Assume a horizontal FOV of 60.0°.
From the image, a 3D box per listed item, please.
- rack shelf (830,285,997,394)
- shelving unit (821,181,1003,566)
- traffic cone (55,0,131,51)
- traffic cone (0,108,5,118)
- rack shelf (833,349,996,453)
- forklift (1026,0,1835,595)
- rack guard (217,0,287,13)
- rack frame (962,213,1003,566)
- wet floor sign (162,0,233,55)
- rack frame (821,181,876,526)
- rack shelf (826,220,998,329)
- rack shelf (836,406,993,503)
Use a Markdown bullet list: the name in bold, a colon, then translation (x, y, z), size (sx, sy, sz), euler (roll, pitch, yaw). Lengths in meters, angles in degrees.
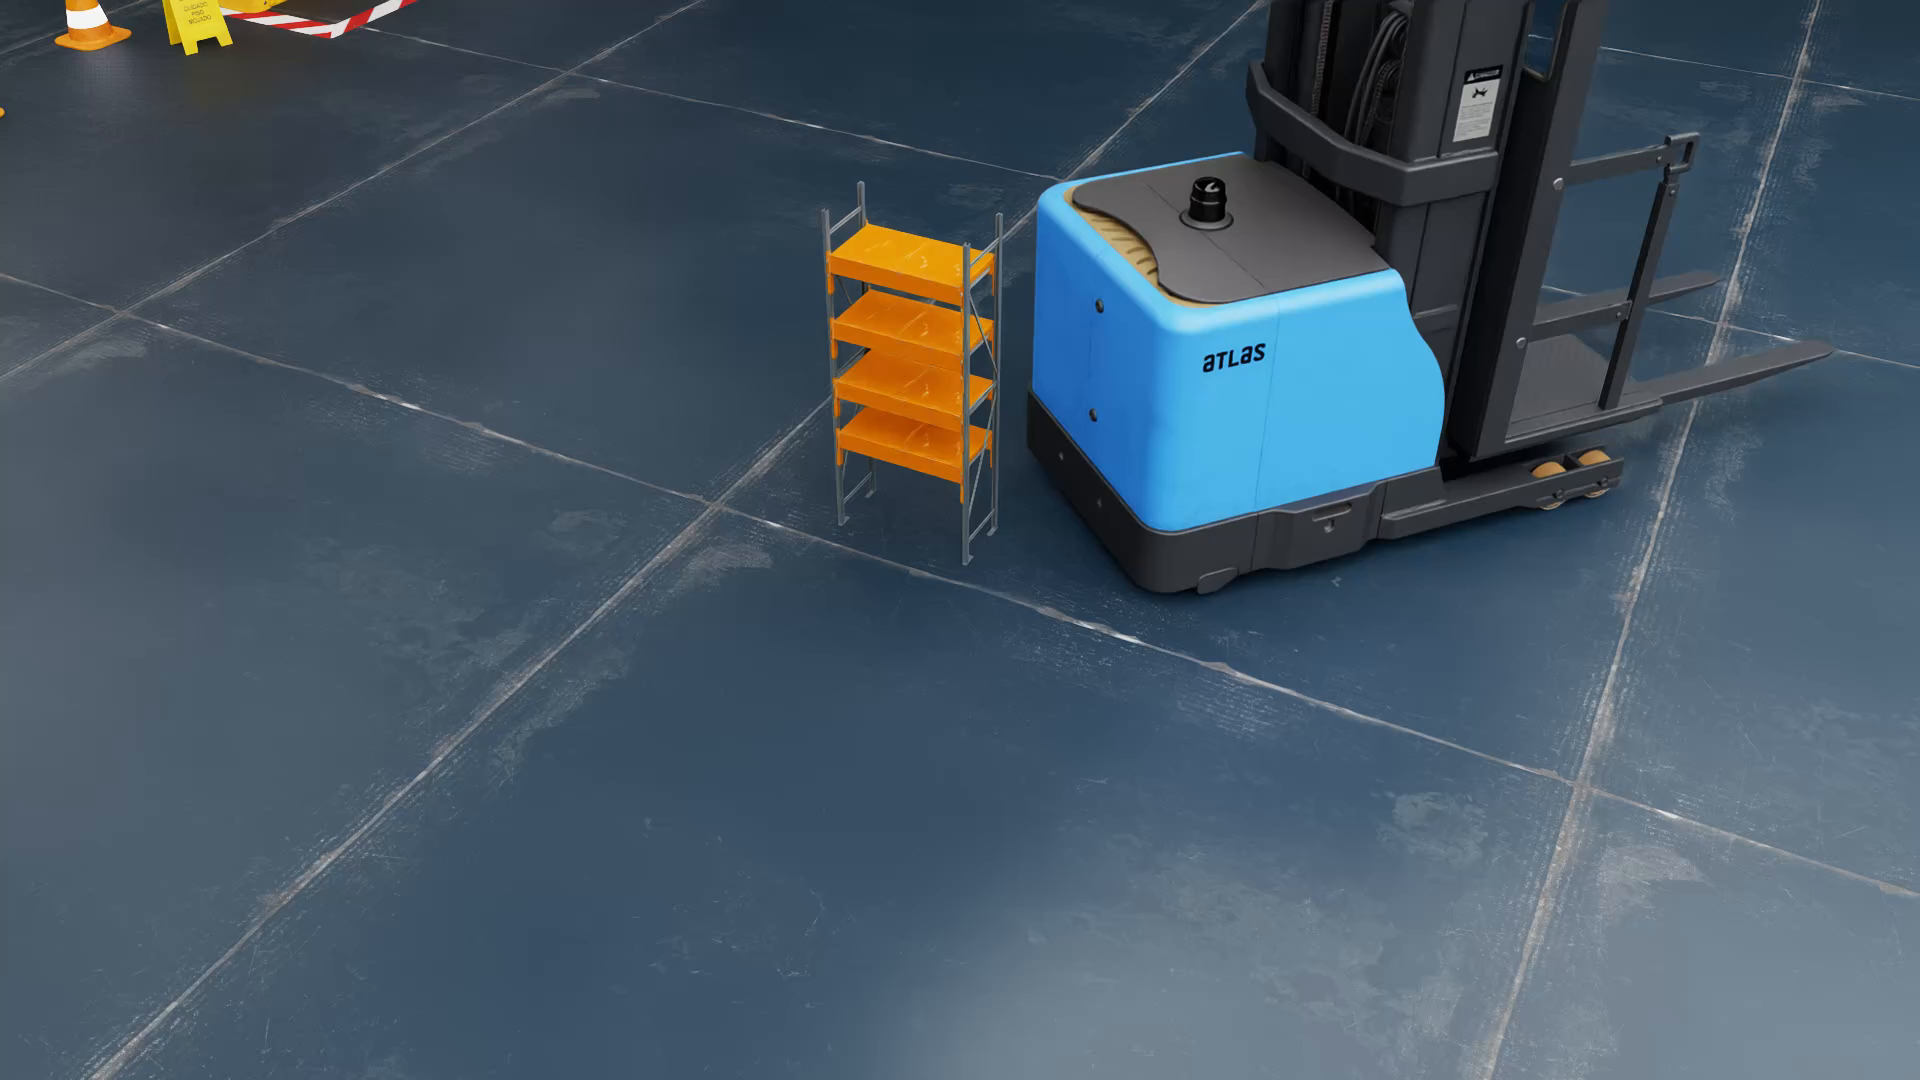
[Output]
- **rack shelf**: translation (-0.147, -0.649, 5.353), size (0.480, 0.148, 0.258), euler (17, 41, 21)
- **shelving unit**: translation (-0.147, -0.524, 5.448), size (0.503, 1.200, 0.258), euler (17, 41, 21)
- **traffic cone**: translation (-4.970, -3.062, 9.401), size (0.334, 0.463, 0.336), euler (17, 41, 21)
- **traffic cone**: translation (-5.179, -2.371, 8.491), size (0.334, 0.463, 0.336), euler (17, 41, 21)
- **rack shelf**: translation (-0.147, -0.470, 5.489), size (0.480, 0.148, 0.258), euler (17, 41, 21)
- **forklift**: translation (1.812, -1.557, 5.377), size (3.031, 2.935, 1.130), euler (-14, 39, -18)
- **rack guard**: translation (-4.062, -3.671, 10.172), size (0.348, 0.500, 1.175), euler (17, 41, 21)
- **rack frame**: translation (0.070, -0.456, 5.358), size (0.015, 1.200, 0.240), euler (17, 41, 21)
- **wet floor sign**: translation (-4.318, -3.080, 9.274), size (0.267, 0.644, 0.232), euler (-29, 46, -33)
- **rack frame**: translation (-0.364, -0.592, 5.537), size (0.015, 1.200, 0.240), euler (17, 41, 21)
- **rack shelf**: translation (-0.147, -0.837, 5.210), size (0.480, 0.148, 0.258), euler (17, 41, 21)
- **rack shelf**: translation (-0.147, -0.312, 5.609), size (0.480, 0.148, 0.258), euler (17, 41, 21)
